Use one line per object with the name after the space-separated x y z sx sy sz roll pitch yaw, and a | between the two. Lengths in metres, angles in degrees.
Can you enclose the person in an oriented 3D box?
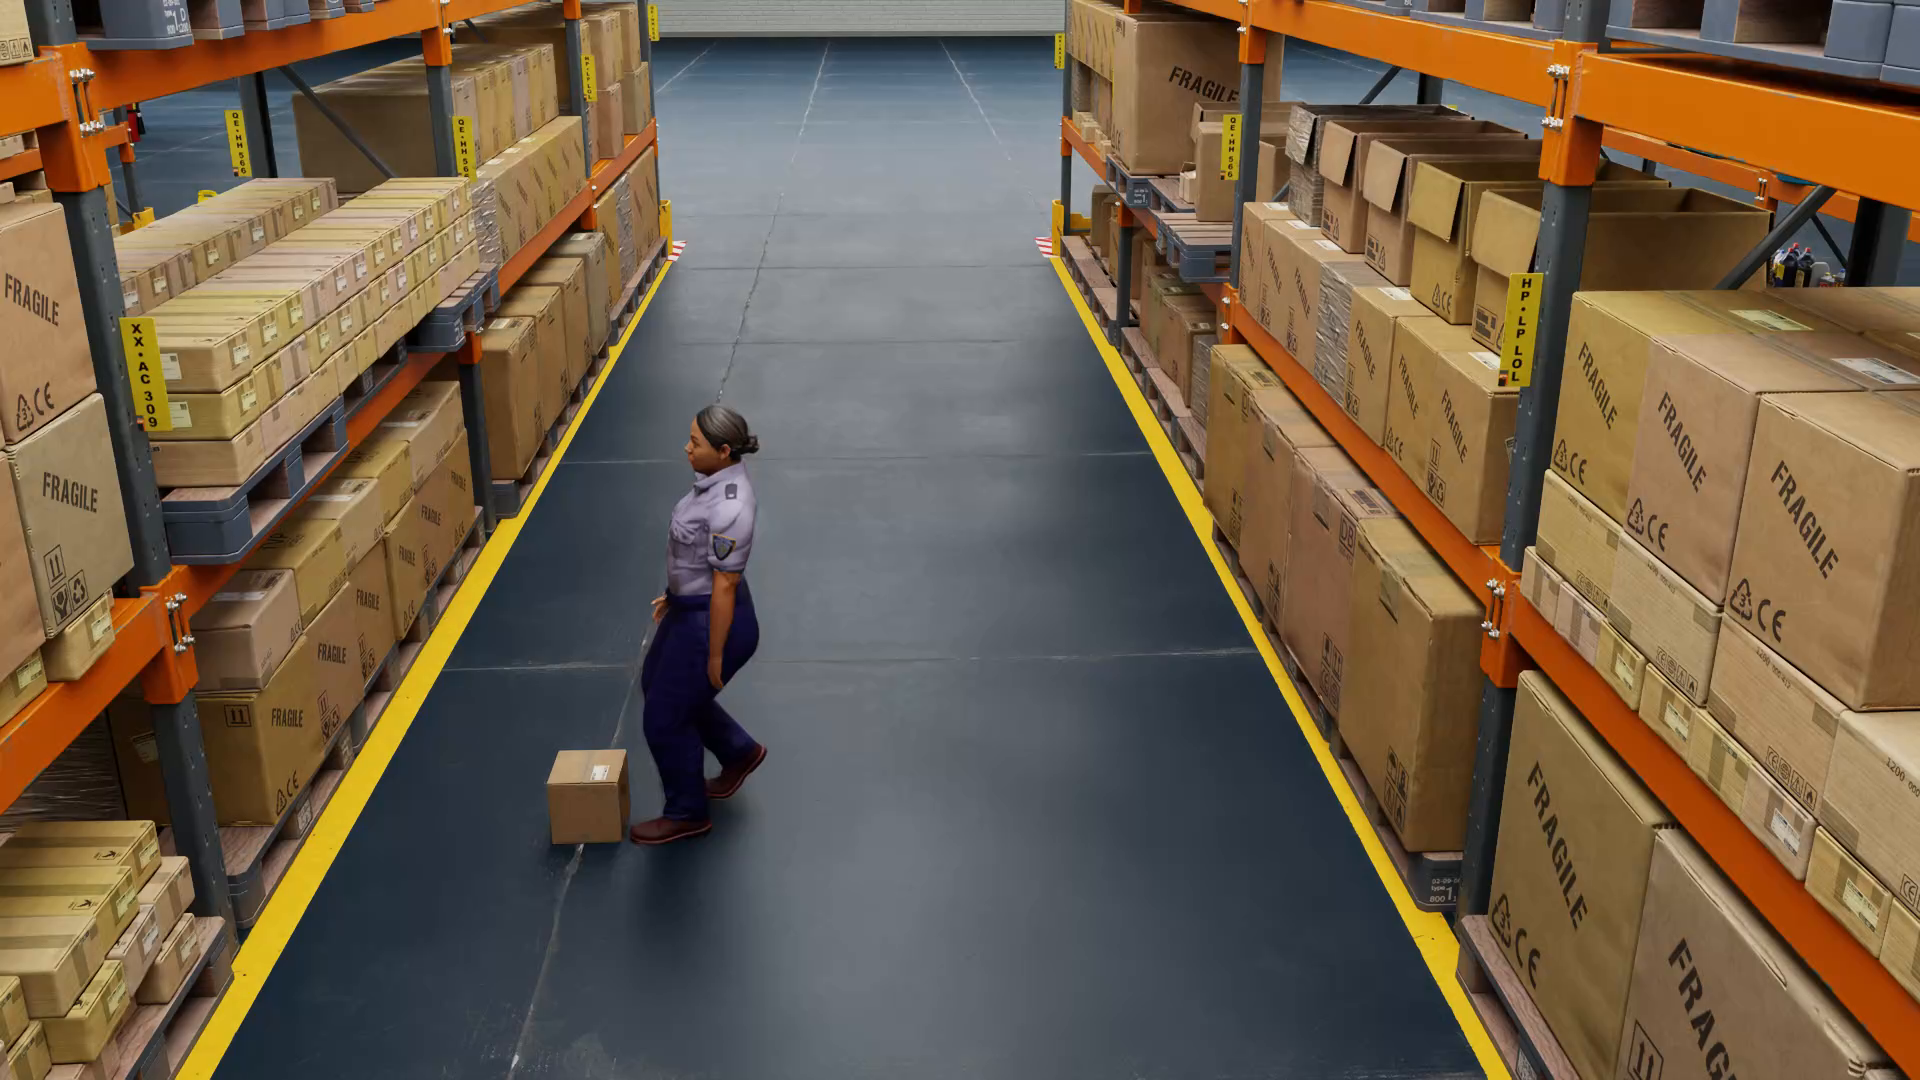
-0.949 0.297 5.872 0.537 1.612 0.496 -3 21 -9 | person
